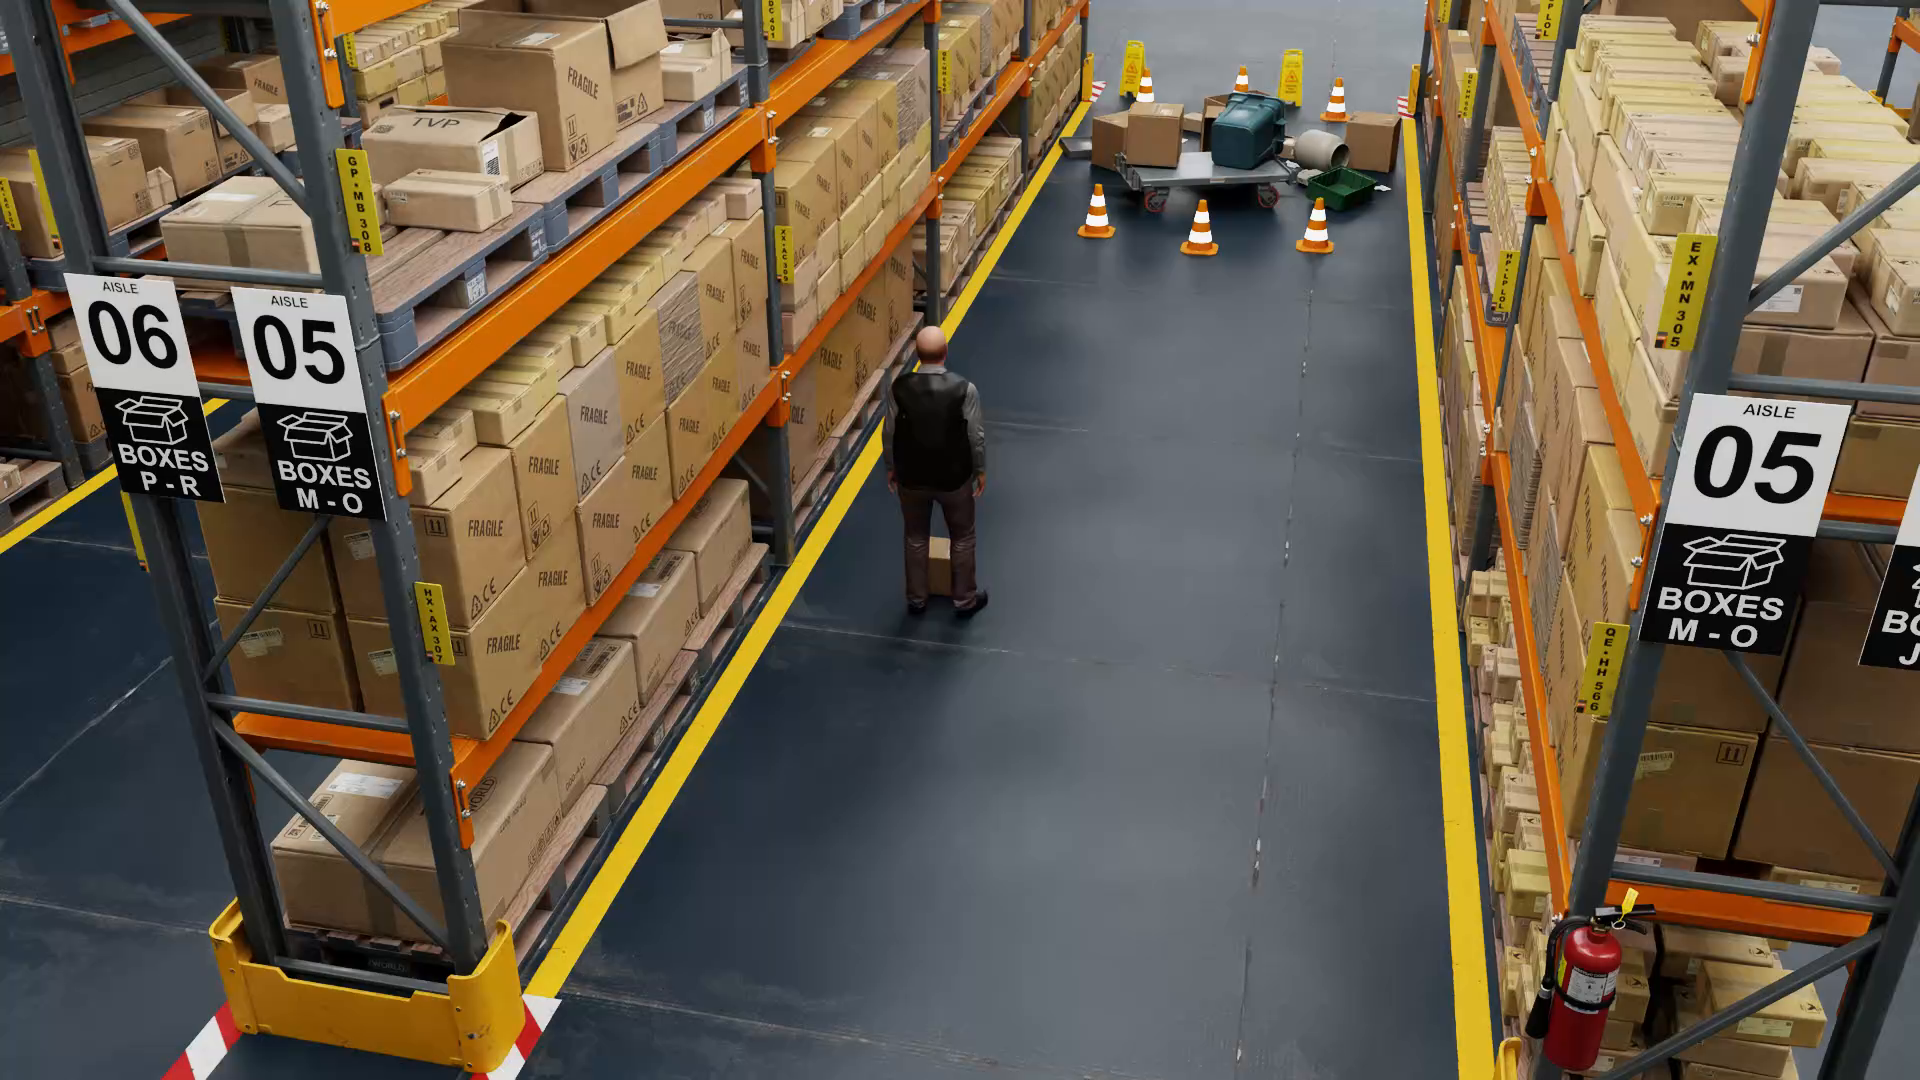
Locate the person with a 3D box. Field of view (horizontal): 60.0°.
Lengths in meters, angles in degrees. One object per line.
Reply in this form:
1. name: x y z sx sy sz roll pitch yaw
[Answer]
1. person: -0.141 -0.354 9.297 0.586 1.720 0.427 4 29 8
